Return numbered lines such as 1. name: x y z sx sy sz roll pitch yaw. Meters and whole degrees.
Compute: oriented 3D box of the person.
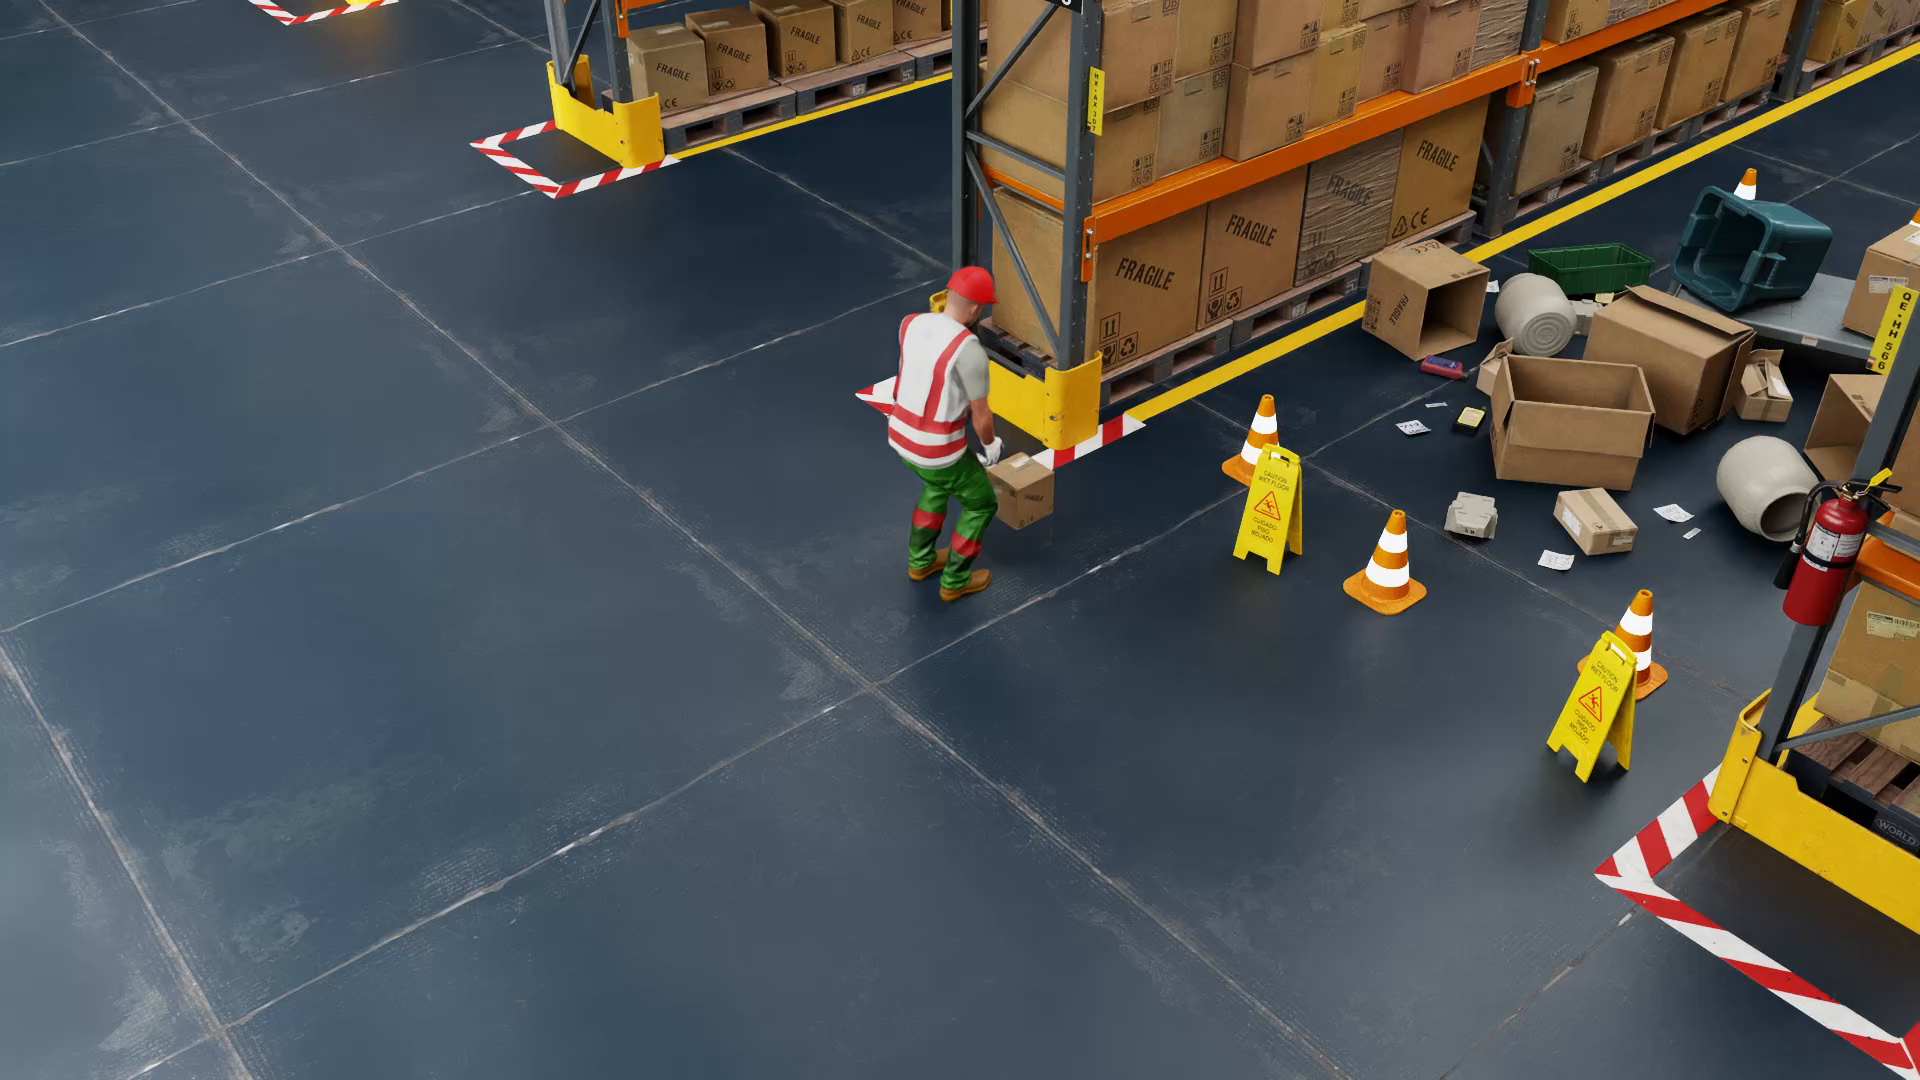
1. person: -0.065 -0.500 7.882 0.580 1.647 0.564 -25 43 -31
